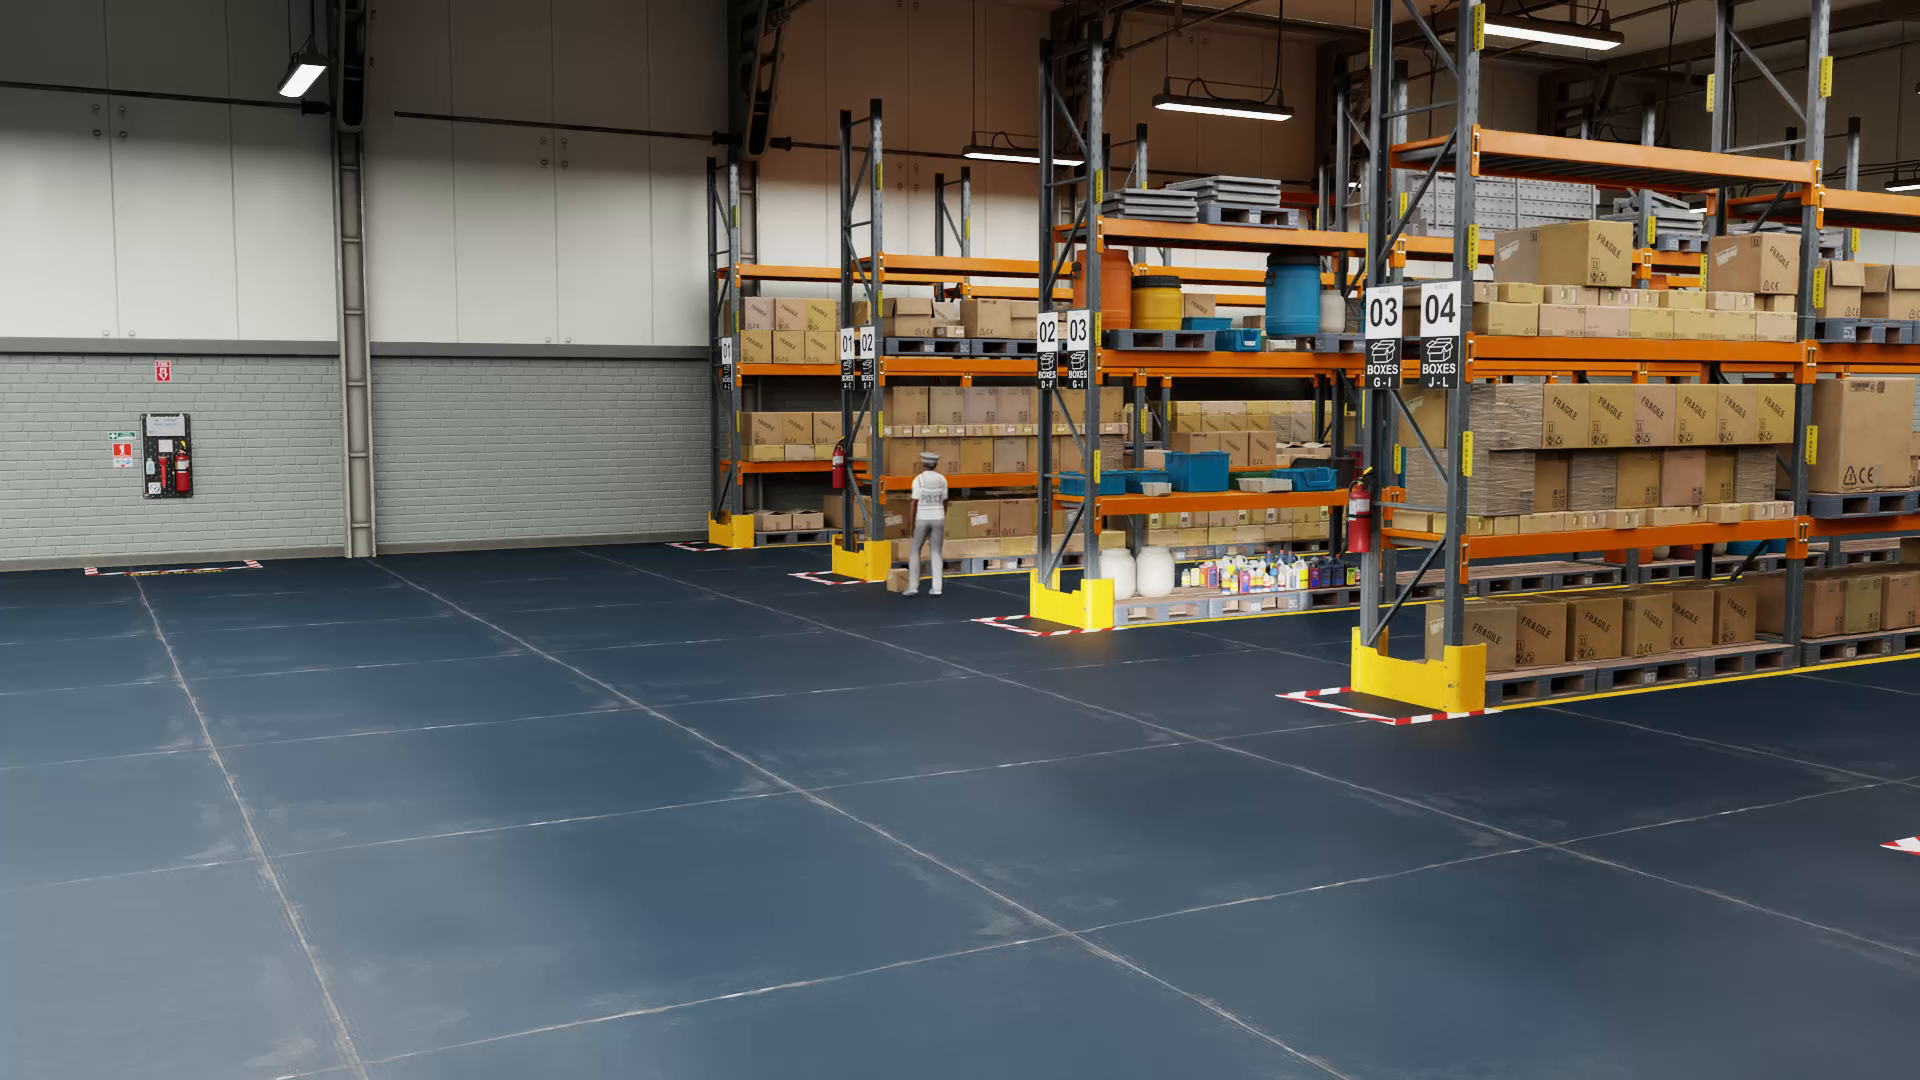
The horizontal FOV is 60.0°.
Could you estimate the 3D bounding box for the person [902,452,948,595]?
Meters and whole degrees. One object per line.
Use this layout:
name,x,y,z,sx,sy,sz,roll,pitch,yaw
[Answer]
person,-0.392,-0.183,19.476,0.493,1.705,0.479,-2,5,-20
